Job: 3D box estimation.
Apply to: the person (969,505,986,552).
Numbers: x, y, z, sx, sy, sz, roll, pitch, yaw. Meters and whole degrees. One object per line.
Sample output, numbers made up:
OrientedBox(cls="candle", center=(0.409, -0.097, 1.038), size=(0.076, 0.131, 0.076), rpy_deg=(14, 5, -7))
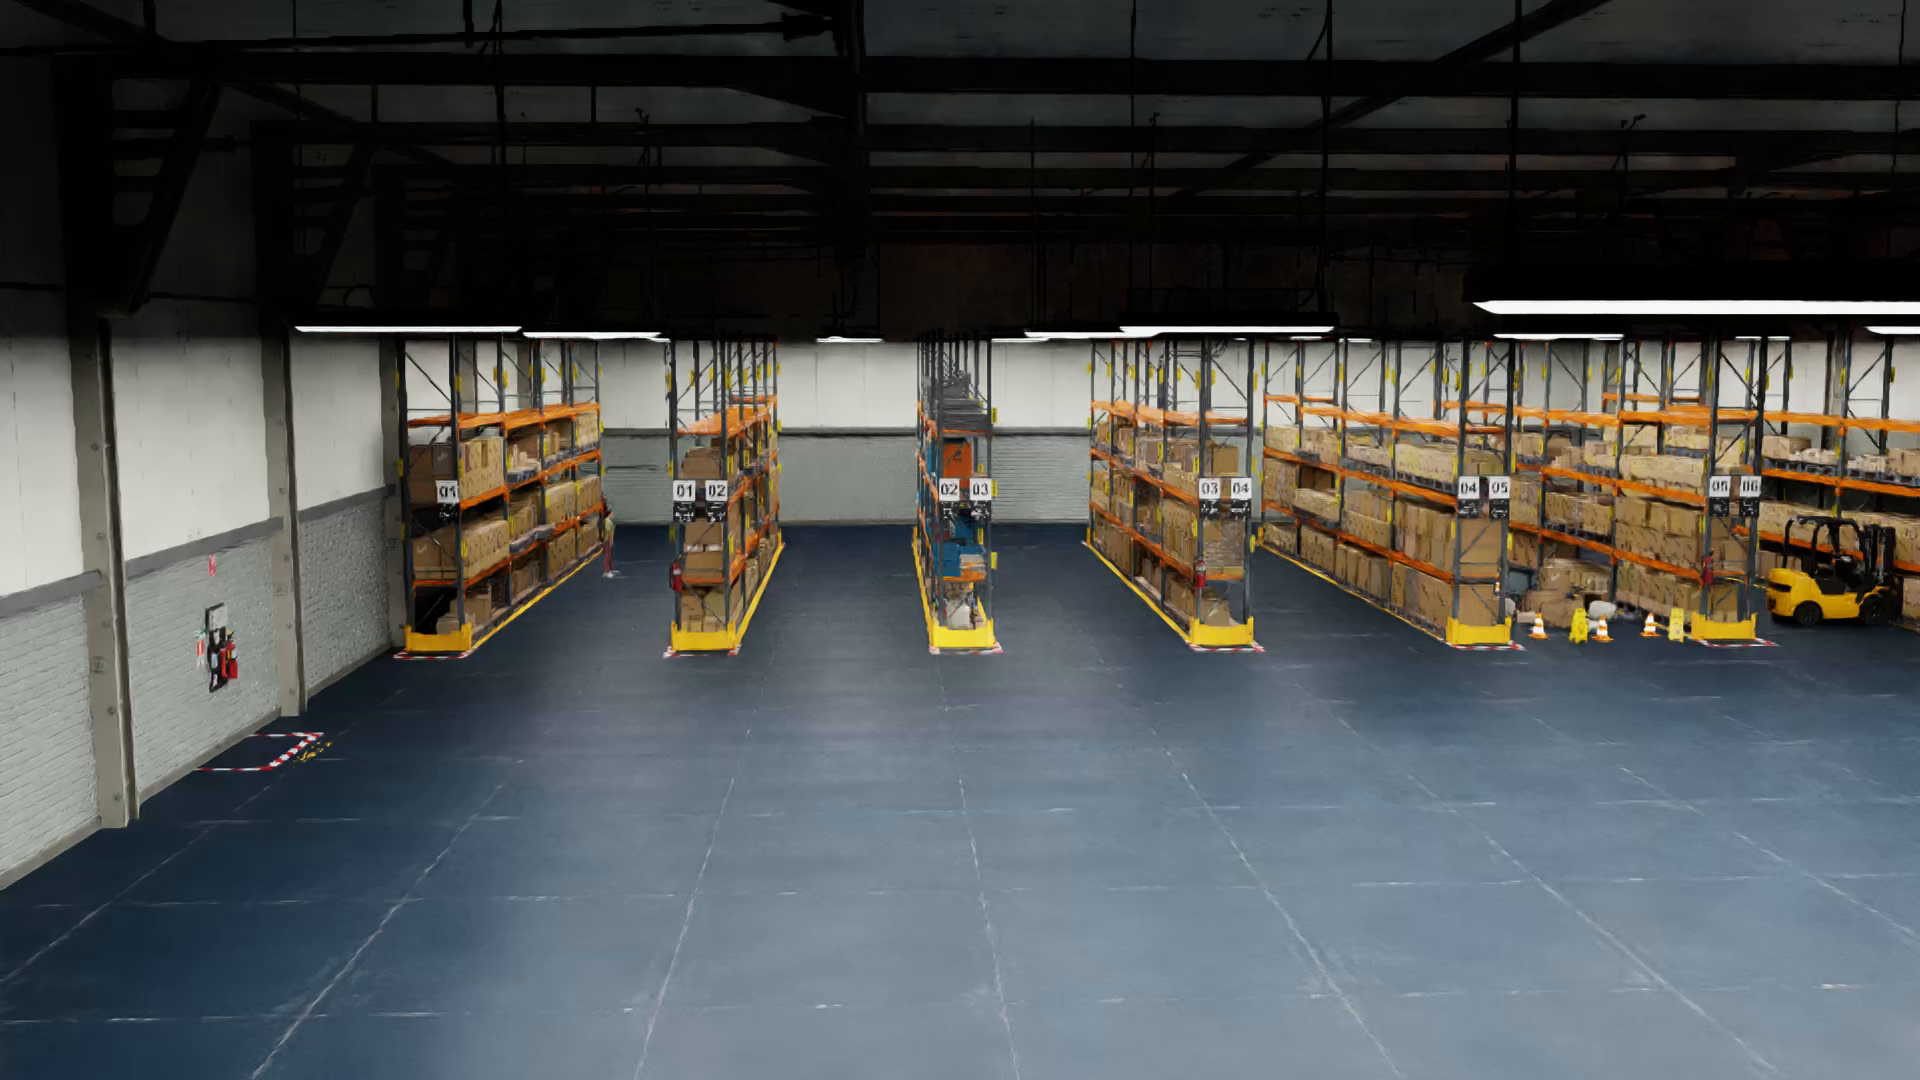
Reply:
OrientedBox(cls="person", center=(0.359, -0.521, 45.747), size=(0.643, 1.714, 0.837), rpy_deg=(-2, 7, -19))

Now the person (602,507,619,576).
OrientedBox(cls="person", center=(-8.649, 0.031, 41.137), size=(0.454, 1.679, 0.536), rpy_deg=(-3, 7, -23))

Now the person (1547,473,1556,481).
OrientedBox(cls="person", center=(18.747, -1.372, 52.903), size=(0.504, 1.709, 0.642), rpy_deg=(-5, 9, -38))
